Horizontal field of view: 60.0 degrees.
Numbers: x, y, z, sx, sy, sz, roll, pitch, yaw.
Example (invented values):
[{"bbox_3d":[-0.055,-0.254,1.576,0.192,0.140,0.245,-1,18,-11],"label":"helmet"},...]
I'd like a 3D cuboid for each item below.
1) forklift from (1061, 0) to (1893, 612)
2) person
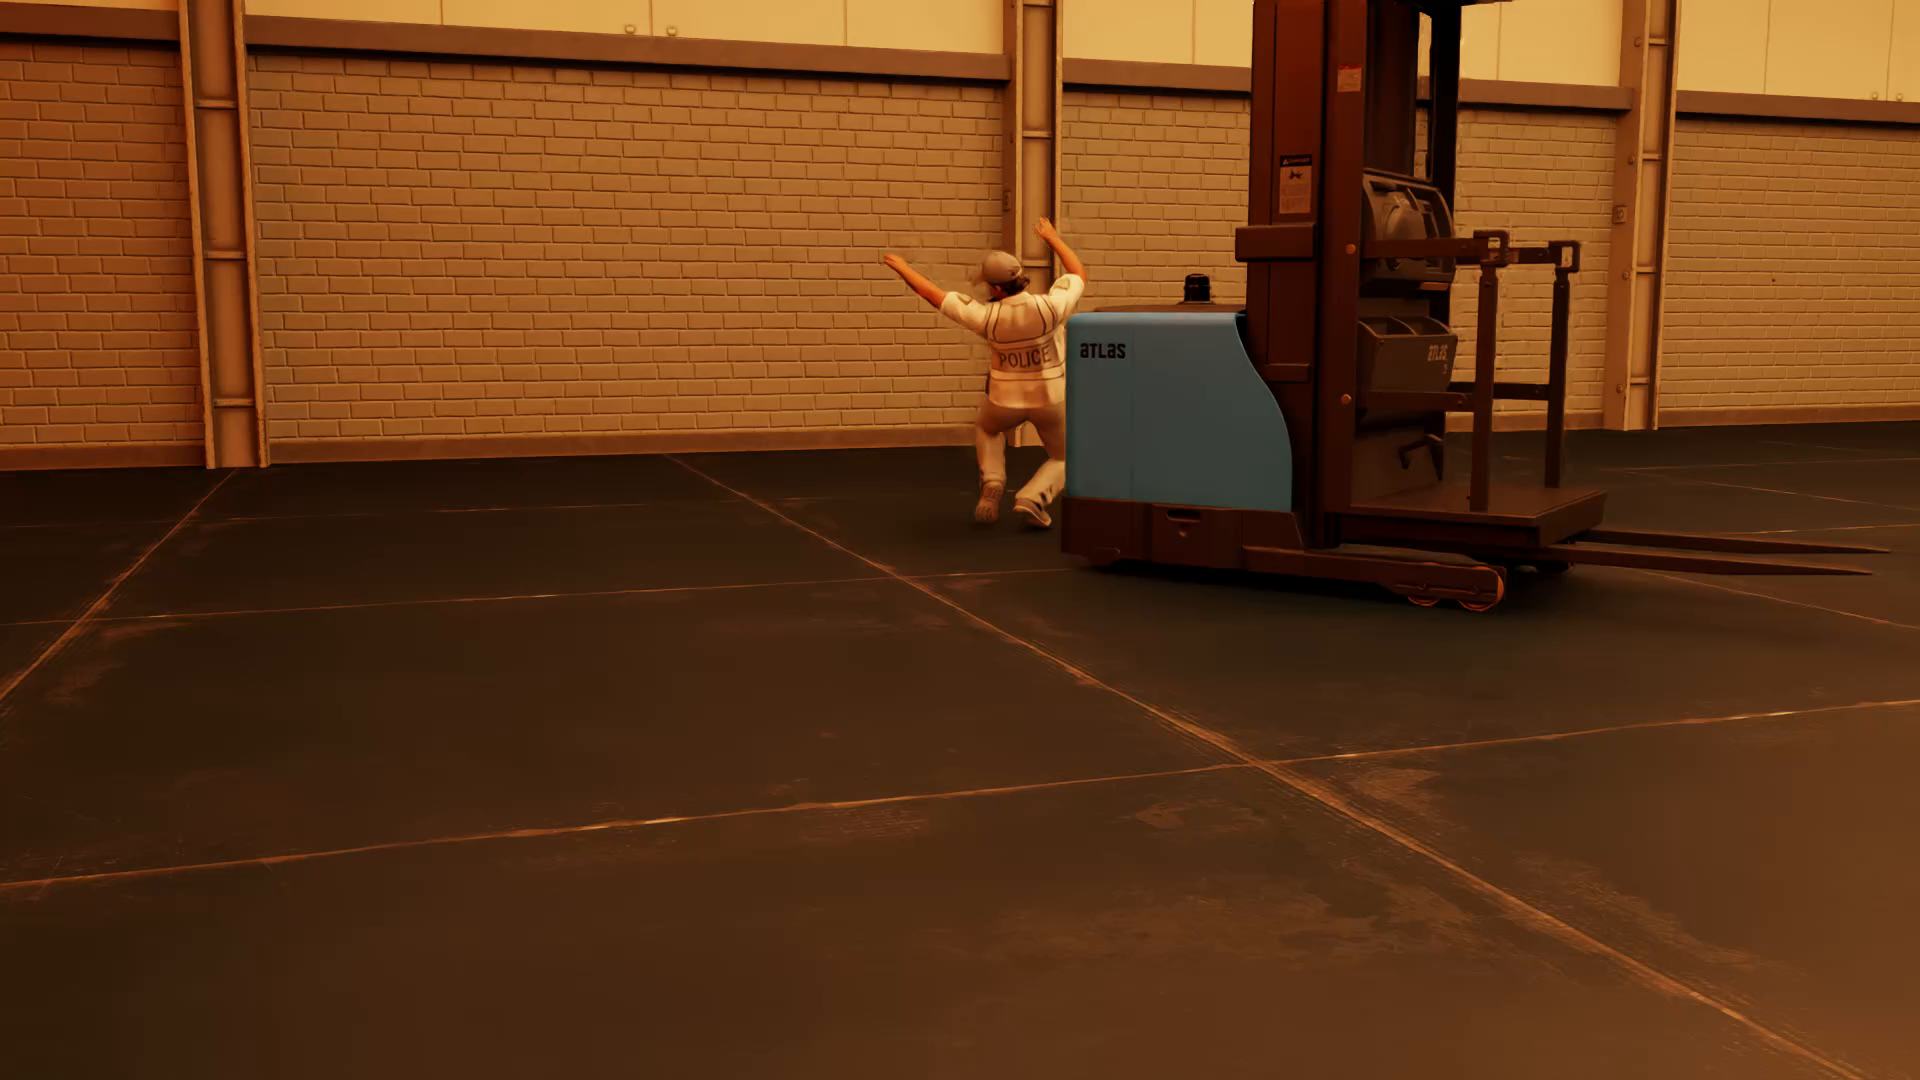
[{"bbox_3d":[1.933,-1.274,6.414,3.031,2.935,1.130,5,9,34],"label":"forklift"},{"bbox_3d":[0.137,-0.837,8.425,1.011,1.577,0.777,2,8,13],"label":"person"}]
